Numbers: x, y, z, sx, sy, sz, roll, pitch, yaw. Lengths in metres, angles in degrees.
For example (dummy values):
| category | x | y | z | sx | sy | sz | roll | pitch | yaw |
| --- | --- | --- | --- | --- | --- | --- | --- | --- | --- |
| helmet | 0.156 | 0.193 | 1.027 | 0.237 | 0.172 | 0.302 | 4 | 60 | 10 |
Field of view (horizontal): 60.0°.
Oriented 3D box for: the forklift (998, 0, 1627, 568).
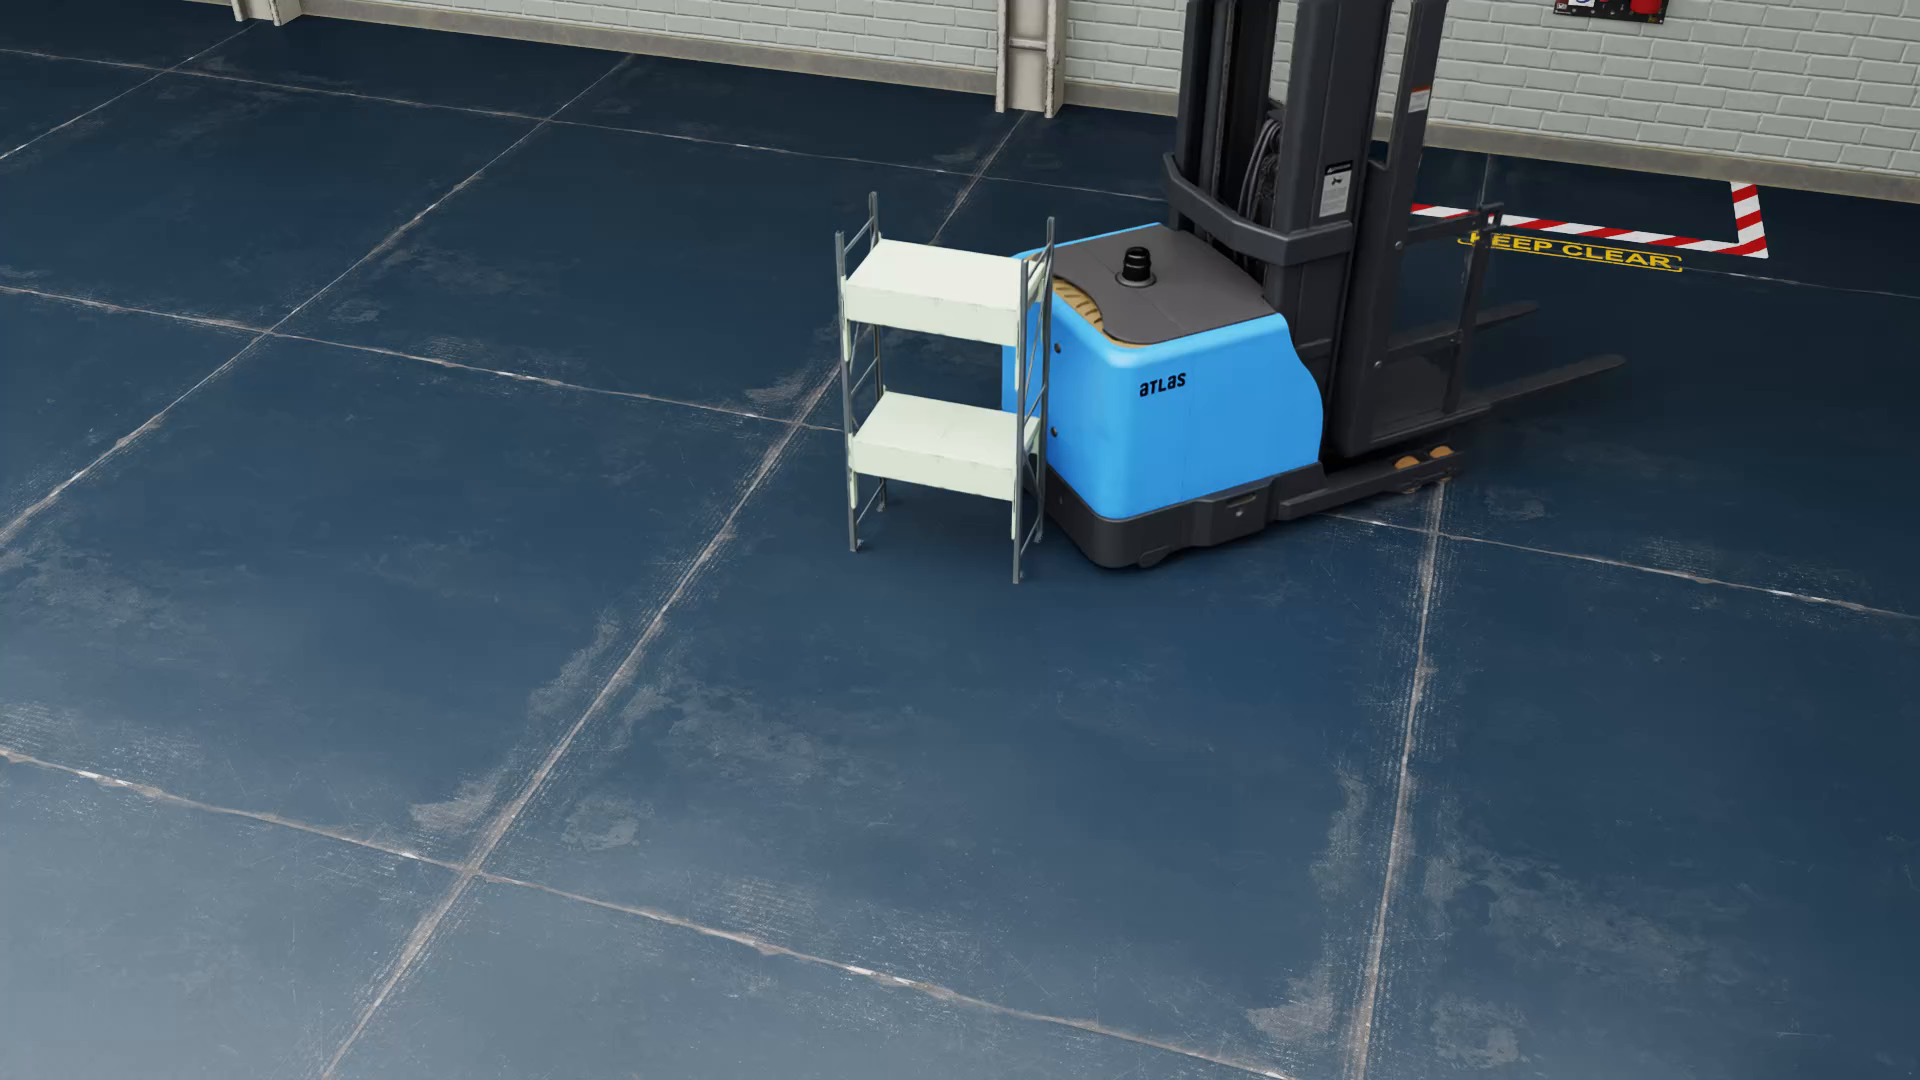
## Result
| category | x | y | z | sx | sy | sz | roll | pitch | yaw |
| --- | --- | --- | --- | --- | --- | --- | --- | --- | --- |
| forklift | 1.728 | -1.656 | 7.027 | 3.031 | 2.935 | 1.130 | -16 | 39 | -21 |

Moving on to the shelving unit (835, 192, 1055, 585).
| category | x | y | z | sx | sy | sz | roll | pitch | yaw |
| --- | --- | --- | --- | --- | --- | --- | --- | --- | --- |
| shelving unit | -0.053 | -0.596 | 6.794 | 0.755 | 1.500 | 0.431 | 11 | 38 | 15 |

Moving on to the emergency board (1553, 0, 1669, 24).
| category | x | y | z | sx | sy | sz | roll | pitch | yaw |
| --- | --- | --- | --- | --- | --- | --- | --- | --- | --- |
| emergency board | 3.852 | -3.533 | 9.520 | 0.643 | 1.169 | 0.194 | 10 | 38 | 14 |

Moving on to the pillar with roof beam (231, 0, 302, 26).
| category | x | y | z | sx | sy | sz | roll | pitch | yaw |
| --- | --- | --- | --- | --- | --- | --- | --- | --- | --- |
| pillar with roof beam | -6.538 | -5.176 | 6.692 | 0.400 | 9.000 | 9.100 | 10 | 38 | 14 |

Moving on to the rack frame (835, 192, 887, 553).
| category | x | y | z | sx | sy | sz | roll | pitch | yaw |
| --- | --- | --- | --- | --- | --- | --- | --- | --- | --- |
| rack frame | -0.401 | -0.663 | 6.886 | 0.023 | 1.500 | 0.400 | 11 | 38 | 15 |

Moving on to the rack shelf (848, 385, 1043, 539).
| category | x | y | z | sx | sy | sz | roll | pitch | yaw |
| --- | --- | --- | --- | --- | --- | --- | --- | --- | --- |
| rack shelf | -0.053 | -0.333 | 6.987 | 0.720 | 0.370 | 0.431 | 11 | 38 | 15 |

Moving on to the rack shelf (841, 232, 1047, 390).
| category | x | y | z | sx | sy | sz | roll | pitch | yaw |
| --- | --- | --- | --- | --- | --- | --- | --- | --- | --- |
| rack shelf | -0.053 | -0.910 | 6.563 | 0.720 | 0.370 | 0.431 | 11 | 38 | 15 |

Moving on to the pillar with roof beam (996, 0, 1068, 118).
| category | x | y | z | sx | sy | sz | roll | pitch | yaw |
| --- | --- | --- | --- | --- | --- | --- | --- | --- | --- |
| pillar with roof beam | -0.811 | -4.116 | 5.251 | 0.400 | 9.000 | 9.100 | 10 | 38 | 14 |

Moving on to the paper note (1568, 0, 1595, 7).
| category | x | y | z | sx | sy | sz | roll | pitch | yaw |
| --- | --- | --- | --- | --- | --- | --- | --- | --- | --- |
| paper note | 3.704 | -3.249 | 9.877 | 0.142 | 0.148 | 0.016 | 10 | 38 | 14 |

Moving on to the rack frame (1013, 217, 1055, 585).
| category | x | y | z | sx | sy | sz | roll | pitch | yaw |
| --- | --- | --- | --- | --- | --- | --- | --- | --- | --- |
| rack frame | 0.295 | -0.528 | 6.702 | 0.023 | 1.500 | 0.400 | 11 | 38 | 15 |
